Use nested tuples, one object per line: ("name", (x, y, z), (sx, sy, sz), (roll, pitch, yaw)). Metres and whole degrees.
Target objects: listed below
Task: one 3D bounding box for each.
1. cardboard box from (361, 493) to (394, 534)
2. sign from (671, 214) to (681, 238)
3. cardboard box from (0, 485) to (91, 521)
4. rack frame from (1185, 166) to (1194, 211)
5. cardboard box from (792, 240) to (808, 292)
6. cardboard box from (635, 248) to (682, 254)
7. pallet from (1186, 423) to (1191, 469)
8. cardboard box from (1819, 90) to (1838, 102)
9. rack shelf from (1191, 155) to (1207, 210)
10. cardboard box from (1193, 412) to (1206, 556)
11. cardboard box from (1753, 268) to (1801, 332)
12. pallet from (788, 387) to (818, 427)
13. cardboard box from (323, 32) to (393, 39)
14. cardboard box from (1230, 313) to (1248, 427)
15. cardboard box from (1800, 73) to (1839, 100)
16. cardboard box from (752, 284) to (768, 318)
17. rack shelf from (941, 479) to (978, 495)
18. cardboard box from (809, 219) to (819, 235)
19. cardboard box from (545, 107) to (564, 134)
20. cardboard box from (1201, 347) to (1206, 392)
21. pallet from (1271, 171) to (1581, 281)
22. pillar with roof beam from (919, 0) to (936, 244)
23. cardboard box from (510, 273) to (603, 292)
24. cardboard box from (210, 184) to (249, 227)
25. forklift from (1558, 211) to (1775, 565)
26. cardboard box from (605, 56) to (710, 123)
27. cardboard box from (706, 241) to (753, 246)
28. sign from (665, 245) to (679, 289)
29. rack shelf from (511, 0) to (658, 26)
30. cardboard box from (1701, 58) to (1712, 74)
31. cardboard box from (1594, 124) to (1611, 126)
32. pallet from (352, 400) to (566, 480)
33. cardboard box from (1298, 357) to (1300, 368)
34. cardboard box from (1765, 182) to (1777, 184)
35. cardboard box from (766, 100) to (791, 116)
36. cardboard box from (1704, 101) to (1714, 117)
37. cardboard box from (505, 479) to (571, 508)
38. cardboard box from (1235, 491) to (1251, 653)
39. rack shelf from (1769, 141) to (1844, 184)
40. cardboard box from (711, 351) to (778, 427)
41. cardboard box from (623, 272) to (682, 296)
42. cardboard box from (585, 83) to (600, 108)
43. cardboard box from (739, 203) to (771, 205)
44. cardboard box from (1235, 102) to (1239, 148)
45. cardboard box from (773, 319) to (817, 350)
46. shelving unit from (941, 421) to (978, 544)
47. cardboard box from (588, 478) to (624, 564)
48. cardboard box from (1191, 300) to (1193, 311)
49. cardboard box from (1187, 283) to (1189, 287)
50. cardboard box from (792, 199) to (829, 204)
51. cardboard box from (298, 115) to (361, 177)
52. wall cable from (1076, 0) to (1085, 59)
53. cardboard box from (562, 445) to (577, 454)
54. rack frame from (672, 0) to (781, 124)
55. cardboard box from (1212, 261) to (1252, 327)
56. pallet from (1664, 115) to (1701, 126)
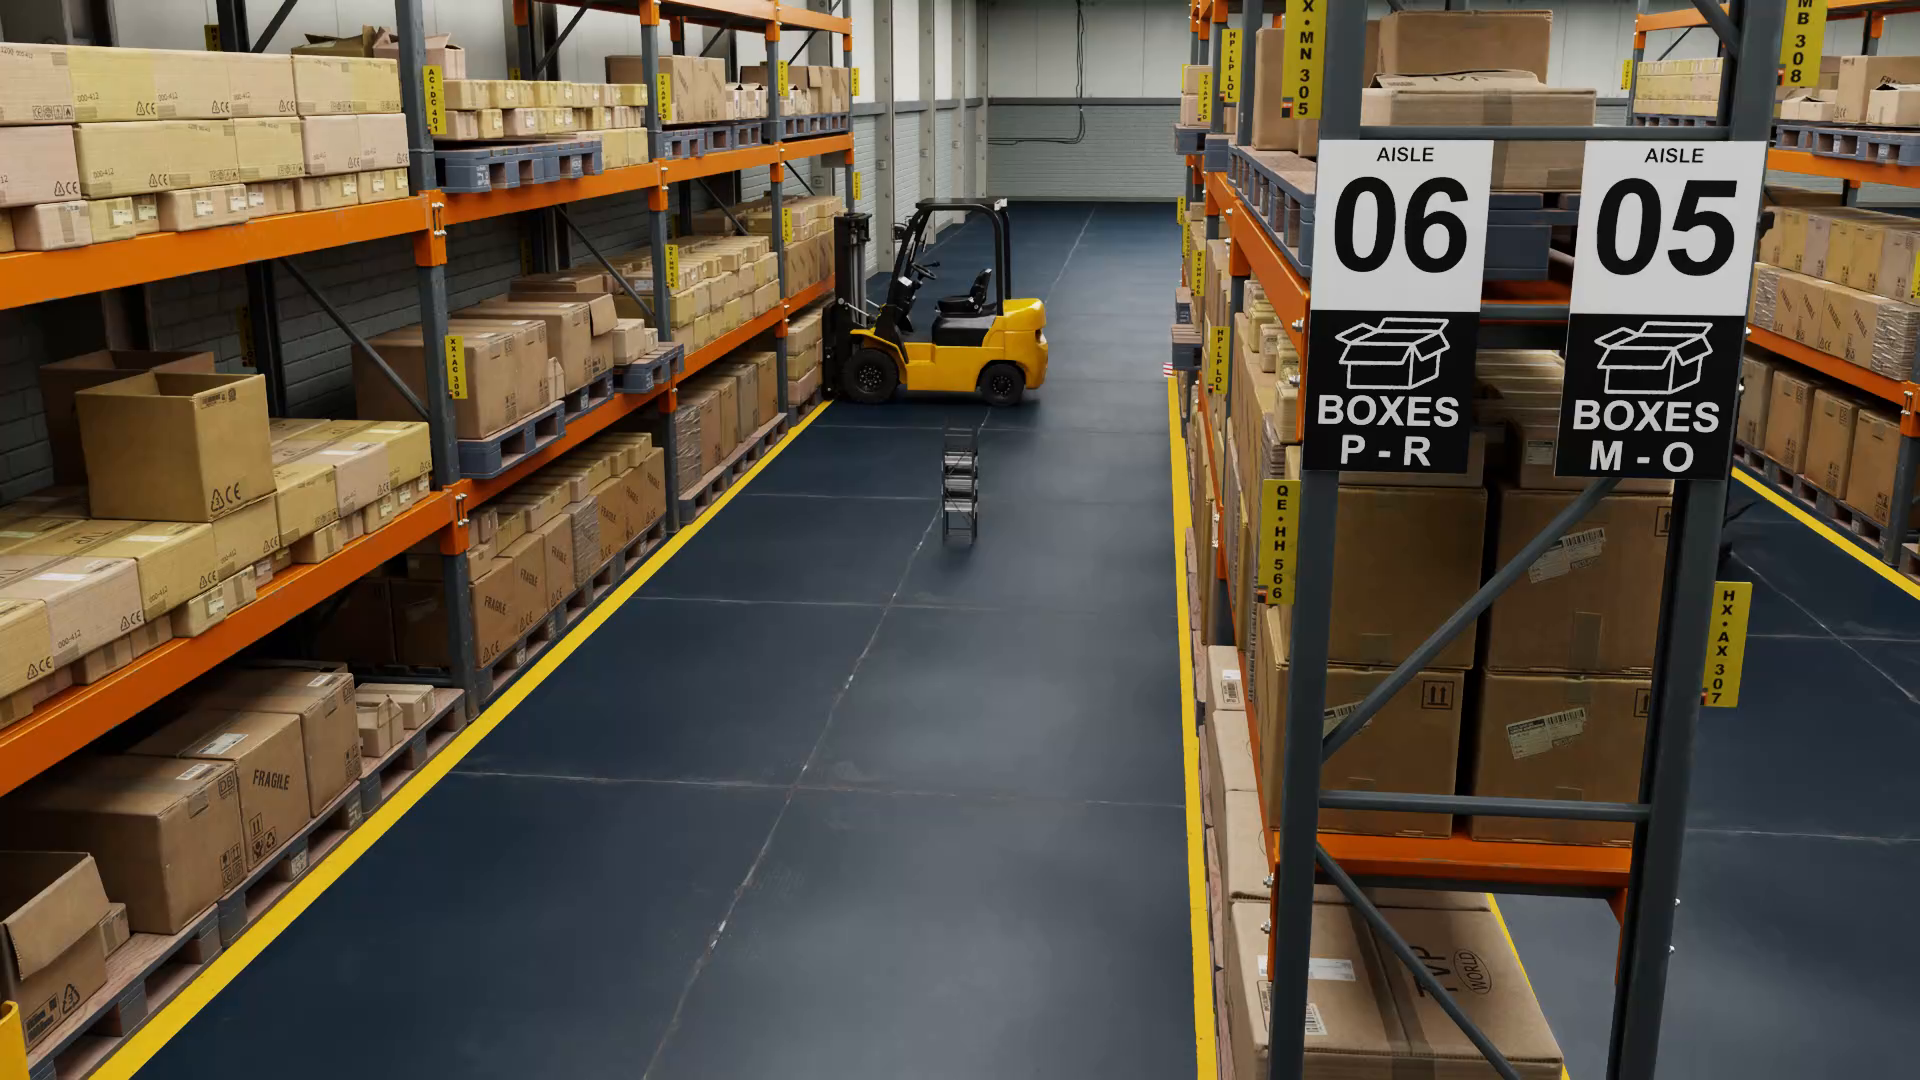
("cardboard box", (-2.930, -0.136, 7.898), (0.380, 0.149, 0.250), (2, 15, 8))
("sign", (-2.780, -3.030, 16.312), (0.100, 0.325, 0.005), (2, 15, 6))
("cardboard box", (-3.615, -0.042, 6.787), (0.500, 0.250, 0.500), (2, 15, 6))
("rack frame", (3.155, -3.450, 19.676), (1.000, 3.000, 0.127), (2, 15, 6))
("cardboard box", (-1.877, -2.849, 17.262), (0.500, 0.500, 0.500), (2, 15, 7))
("cardboard box", (-2.678, -2.506, 14.747), (0.380, 0.149, 0.250), (2, 15, 6))
("pallet", (2.617, -0.865, 15.456), (1.003, 0.211, 1.213), (2, 15, 6))
("cardboard box", (7.713, -3.732, 14.262), (0.500, 0.250, 0.500), (2, 15, 7))
("rack shelf", (2.478, -2.995, 13.623), (1.077, 0.370, 4.000), (2, 15, 6))
("cardboard box", (2.092, -0.376, 11.571), (0.875, 0.875, 0.875), (2, 15, 6))
("cardboard box", (7.251, -2.082, 14.424), (0.500, 0.500, 0.500), (2, 15, 7))
("pallet", (-2.097, -1.417, 17.498), (1.003, 0.211, 1.213), (2, 15, 6))
("cardboard box", (-3.168, -2.555, 8.741), (0.396, 0.266, 0.258), (2, 15, 6))
("cardboard box", (1.507, -0.753, 7.592), (0.500, 0.500, 0.500), (2, 15, 7))
("cardboard box", (7.967, -4.182, 15.357), (0.500, 0.250, 0.500), (2, 15, 7))
("cardboard box", (-2.077, -2.217, 15.401), (0.500, 0.250, 0.500), (2, 15, 6))
("rack shelf", (-0.001, -0.400, 12.546), (0.258, 0.077, 0.200), (2, 15, 6))
("cardboard box", (-1.737, -3.395, 18.036), (0.380, 0.149, 0.250), (1, 15, 5))
("cardboard box", (-2.552, -2.457, 9.742), (0.380, 0.149, 0.250), (2, 15, 8))
("cardboard box", (1.947, -1.184, 11.580), (0.500, 0.250, 0.500), (1, 15, 5))
("pallet", (1.423, -0.899, 4.662), (1.003, 0.211, 1.213), (2, 15, 6))
("pillar with roof beam", (3.557, -10.879, 35.656), (9.100, 9.000, 0.400), (2, 15, 6))
("cardboard box", (-2.893, -1.643, 11.995), (0.500, 0.500, 0.500), (2, 15, 9))
("cardboard box", (-3.023, -1.308, 6.487), (0.380, 0.149, 0.250), (2, 15, 7))
("forklift", (4.934, -1.281, 11.785), (1.130, 2.935, 3.031), (14, 20, 41))
("cardboard box", (-2.399, -3.582, 13.230), (0.700, 0.500, 0.500), (1, 15, 5))
("cardboard box", (-2.138, -2.695, 15.448), (0.380, 0.149, 0.250), (2, 15, 6))
("sign", (-2.140, -2.028, 12.349), (0.100, 0.325, 0.005), (2, 15, 6))
("rack shelf", (-2.906, -3.358, 9.984), (1.077, 0.370, 4.000), (2, 15, 6))
("cardboard box", (7.471, -4.623, 16.223), (0.380, 0.149, 0.250), (2, 15, 6))
("cardboard box", (1.701, -1.154, 4.921), (0.380, 0.149, 0.250), (2, 15, 8))
("pallet", (-2.933, -0.595, 9.482), (1.003, 0.211, 1.213), (2, 15, 6))
("cardboard box", (1.311, -0.509, 5.450), (0.380, 0.149, 0.250), (2, 15, 6))
("cardboard box", (7.905, -3.401, 17.139), (0.875, 0.550, 0.500), (2, 15, 6))
("cardboard box", (-1.876, -4.243, 16.347), (0.380, 0.149, 0.250), (2, 15, 7))
("cardboard box", (7.442, -4.174, 16.089), (0.380, 0.149, 0.250), (2, 15, 6))
("cardboard box", (-2.740, -0.289, 10.726), (0.380, 0.149, 0.250), (2, 15, 6))
("cardboard box", (1.306, 0.120, 6.278), (0.500, 0.500, 0.500), (2, 15, 8))
("rack shelf", (7.859, -3.913, 17.017), (1.077, 0.370, 4.000), (2, 15, 6))
("cardboard box", (-2.276, -1.479, 16.130), (0.875, 0.625, 0.625), (2, 15, 9))
("cardboard box", (-2.351, -1.956, 12.715), (0.380, 0.149, 0.250), (2, 15, 8))
("cardboard box", (-2.545, -2.863, 10.712), (0.380, 0.149, 0.250), (1, 15, 5))
("cardboard box", (-2.230, -3.619, 18.297), (0.380, 0.149, 0.250), (2, 15, 7))
("cardboard box", (1.692, -2.181, 8.599), (0.500, 0.311, 0.500), (2, 15, 6))
("cardboard box", (-1.795, -2.165, 17.469), (0.500, 0.250, 0.500), (2, 15, 6))
("shelving unit", (-0.001, -0.432, 12.537), (0.258, 0.900, 0.210), (2, 15, 6))
("cardboard box", (-2.637, -0.135, 11.401), (0.500, 0.500, 0.500), (2, 15, 9))
("cardboard box", (2.153, -2.023, 14.074), (0.380, 0.149, 0.250), (2, 15, 8))
("cardboard box", (2.549, -2.648, 17.188), (0.380, 0.149, 0.250), (1, 15, 5))
("cardboard box", (-1.710, -3.806, 18.985), (0.380, 0.149, 0.250), (2, 15, 7))
("cardboard box", (-2.985, -1.735, 7.302), (0.500, 0.250, 0.500), (1, 15, 4))
("wall cable", (4.968, -15.703, 49.768), (3.097, 2.526, 0.112), (2, 15, 6))
("cardboard box", (-3.049, -0.704, 12.260), (0.380, 0.149, 0.250), (2, 15, 9))
("rack frame", (-2.229, -5.454, 15.593), (1.000, 3.000, 0.127), (2, 15, 6))
("cardboard box", (1.773, -1.392, 9.957), (0.500, 0.500, 0.500), (2, 15, 7))
("pallet", (7.876, -4.226, 16.967), (1.003, 0.211, 1.213), (2, 15, 6))
